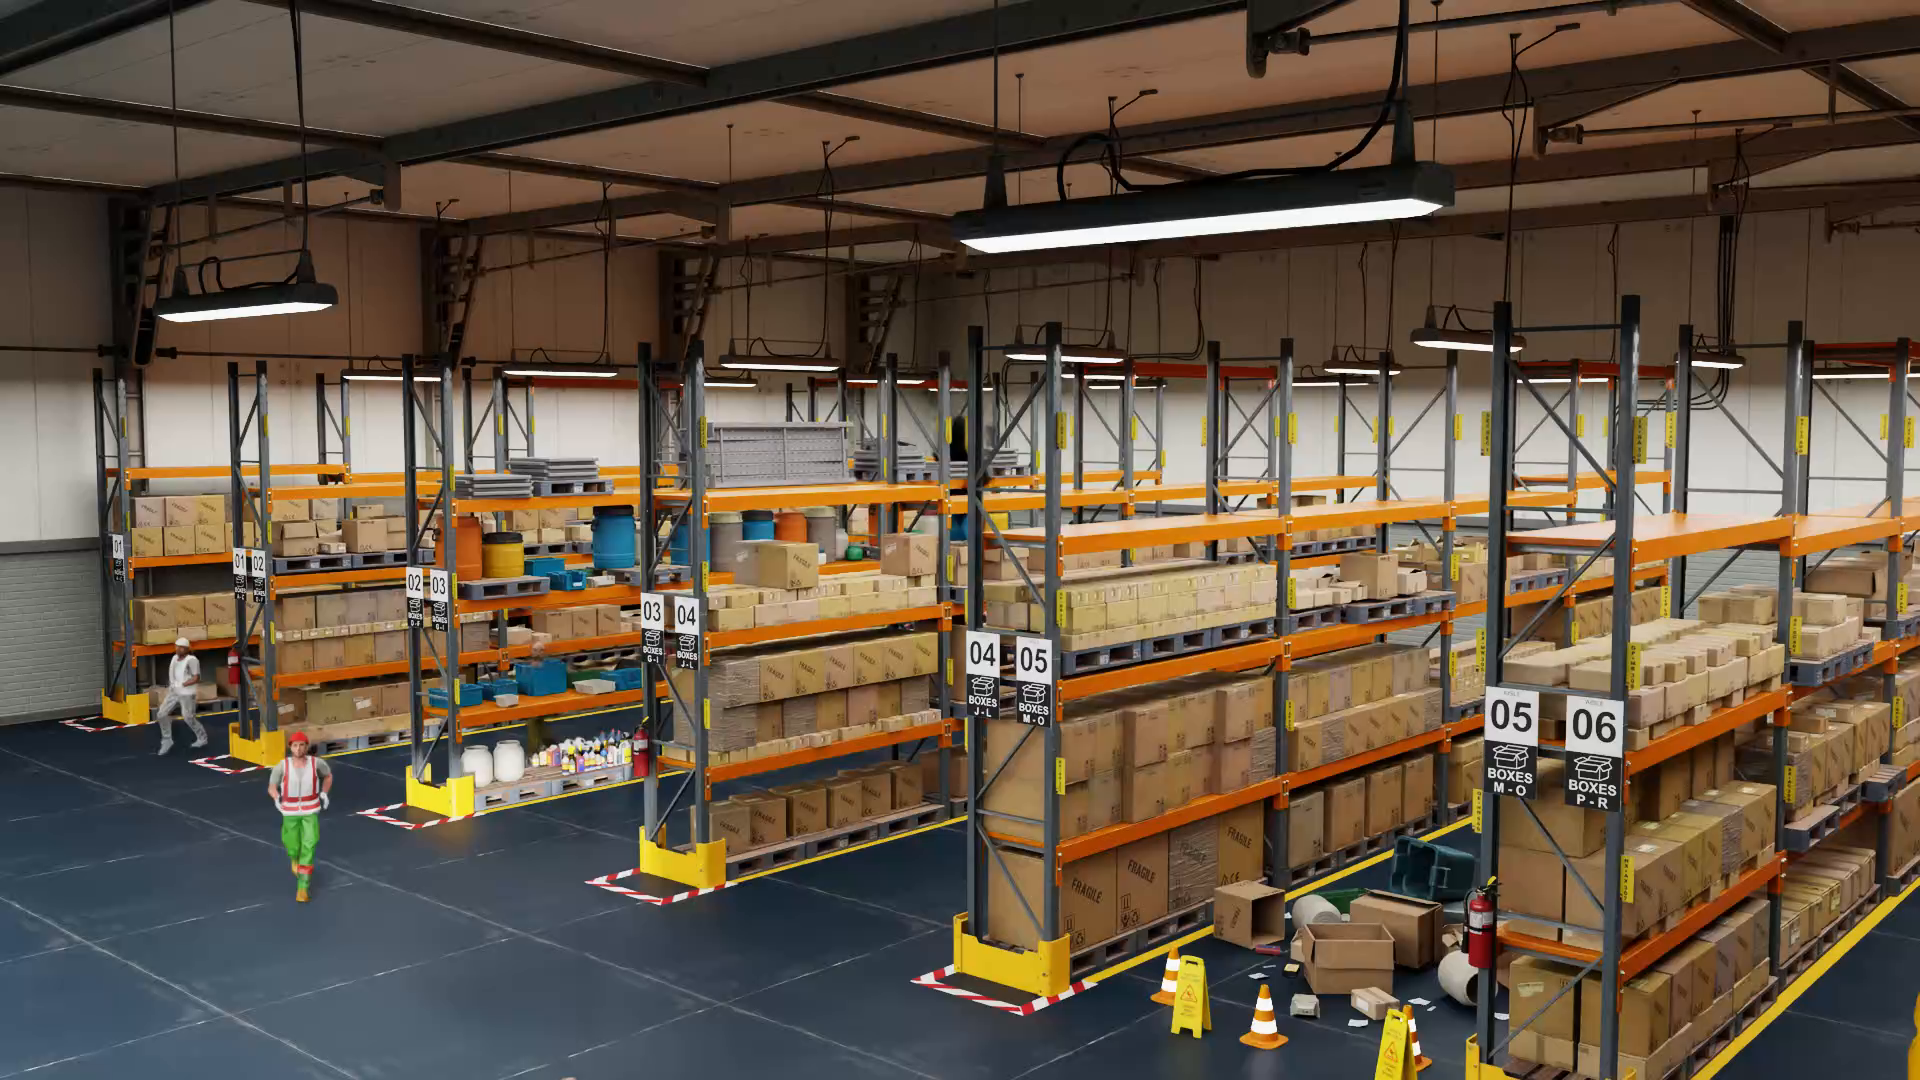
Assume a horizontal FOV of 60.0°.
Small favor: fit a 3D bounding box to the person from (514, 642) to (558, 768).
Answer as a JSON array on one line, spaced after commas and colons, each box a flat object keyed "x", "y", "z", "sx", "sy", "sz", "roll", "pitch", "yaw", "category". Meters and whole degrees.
[{"x": -6.295, "y": 2.438, "z": 24.833, "sx": 0.685, "sy": 1.831, "sz": 0.831, "roll": 3, "pitch": 5, "yaw": 35, "category": "person"}]

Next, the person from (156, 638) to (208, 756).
[{"x": -11.972, "y": 2.402, "z": 25.648, "sx": 0.683, "sy": 1.817, "sz": 0.724, "roll": 2, "pitch": 5, "yaw": 27, "category": "person"}]

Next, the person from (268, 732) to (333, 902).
[{"x": -7.132, "y": 2.956, "z": 18.013, "sx": 0.655, "sy": 1.769, "sz": 0.888, "roll": -2, "pitch": 5, "yaw": -21, "category": "person"}]
